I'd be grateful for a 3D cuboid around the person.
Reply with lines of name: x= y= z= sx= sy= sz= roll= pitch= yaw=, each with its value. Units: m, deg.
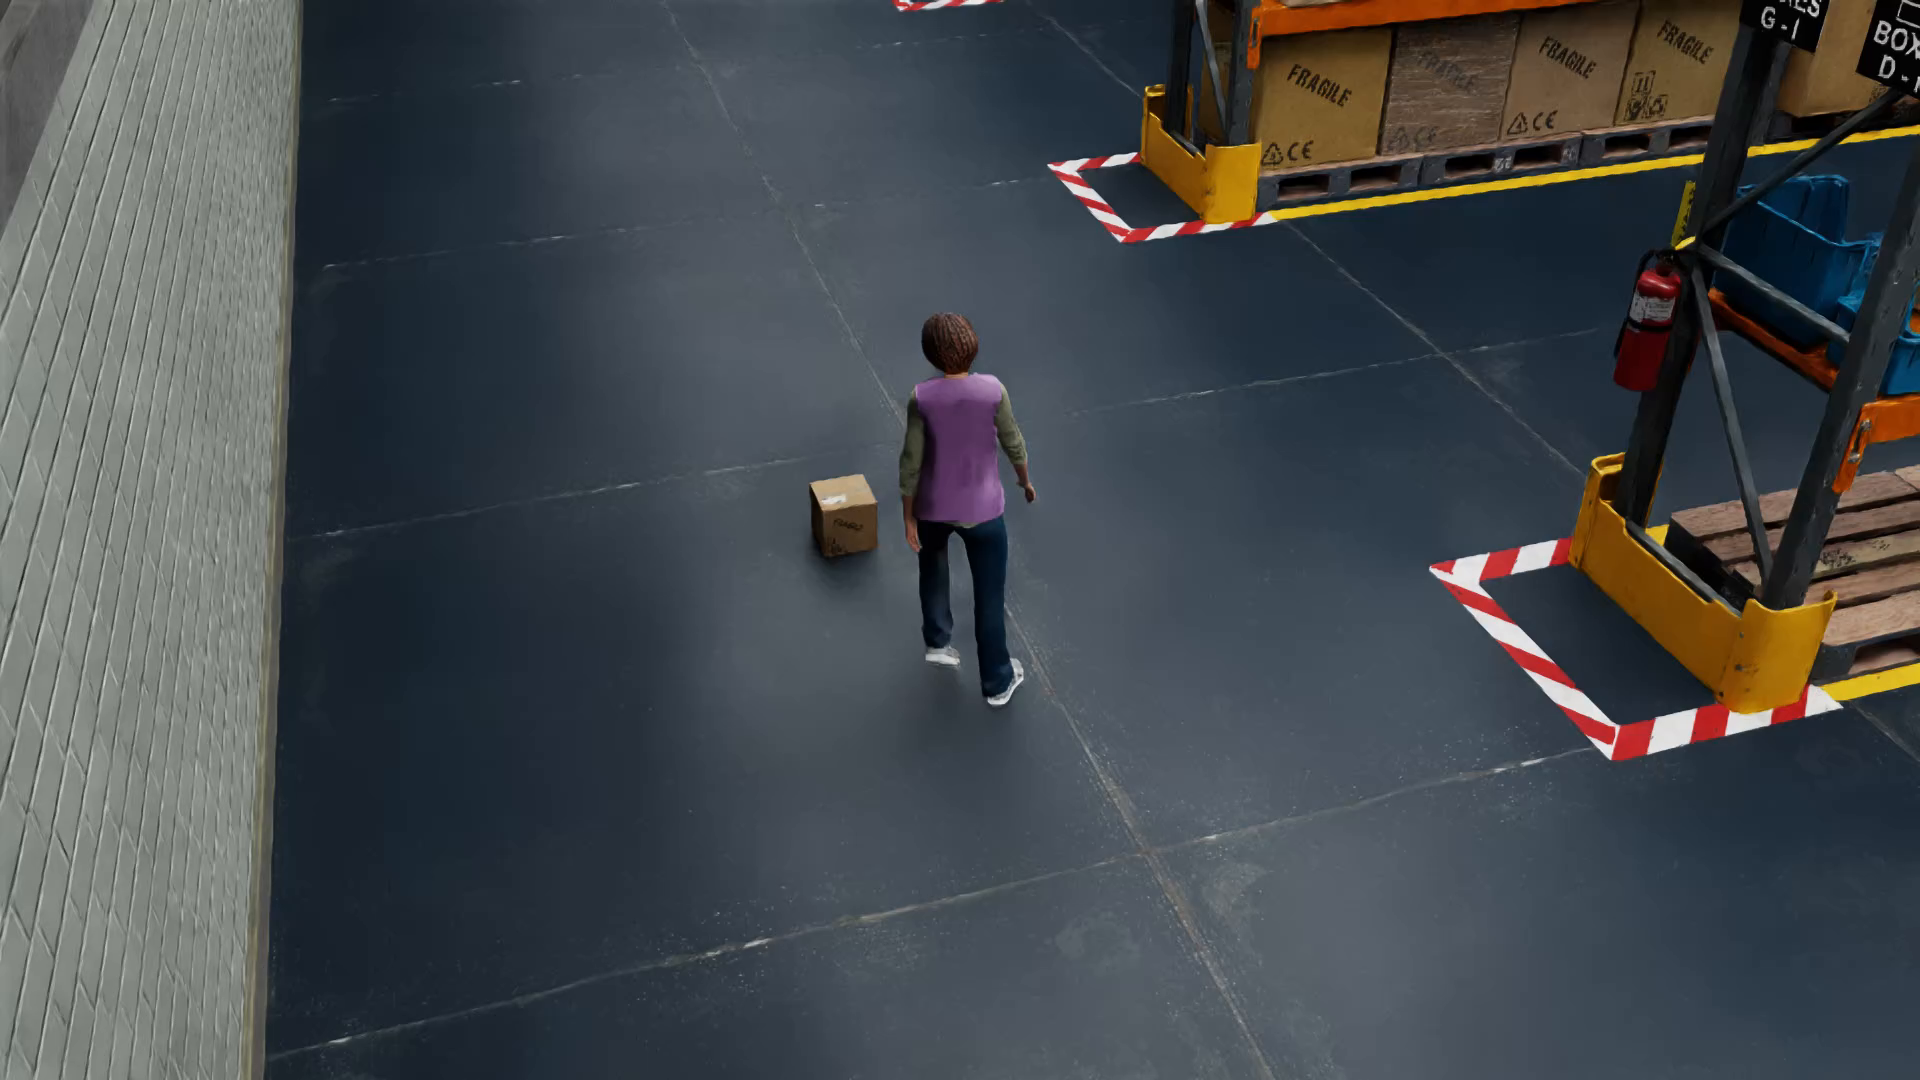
person: x=0.016 y=-0.024 z=6.371 sx=0.484 sy=1.353 sz=0.465 roll=4 pitch=35 yaw=6
